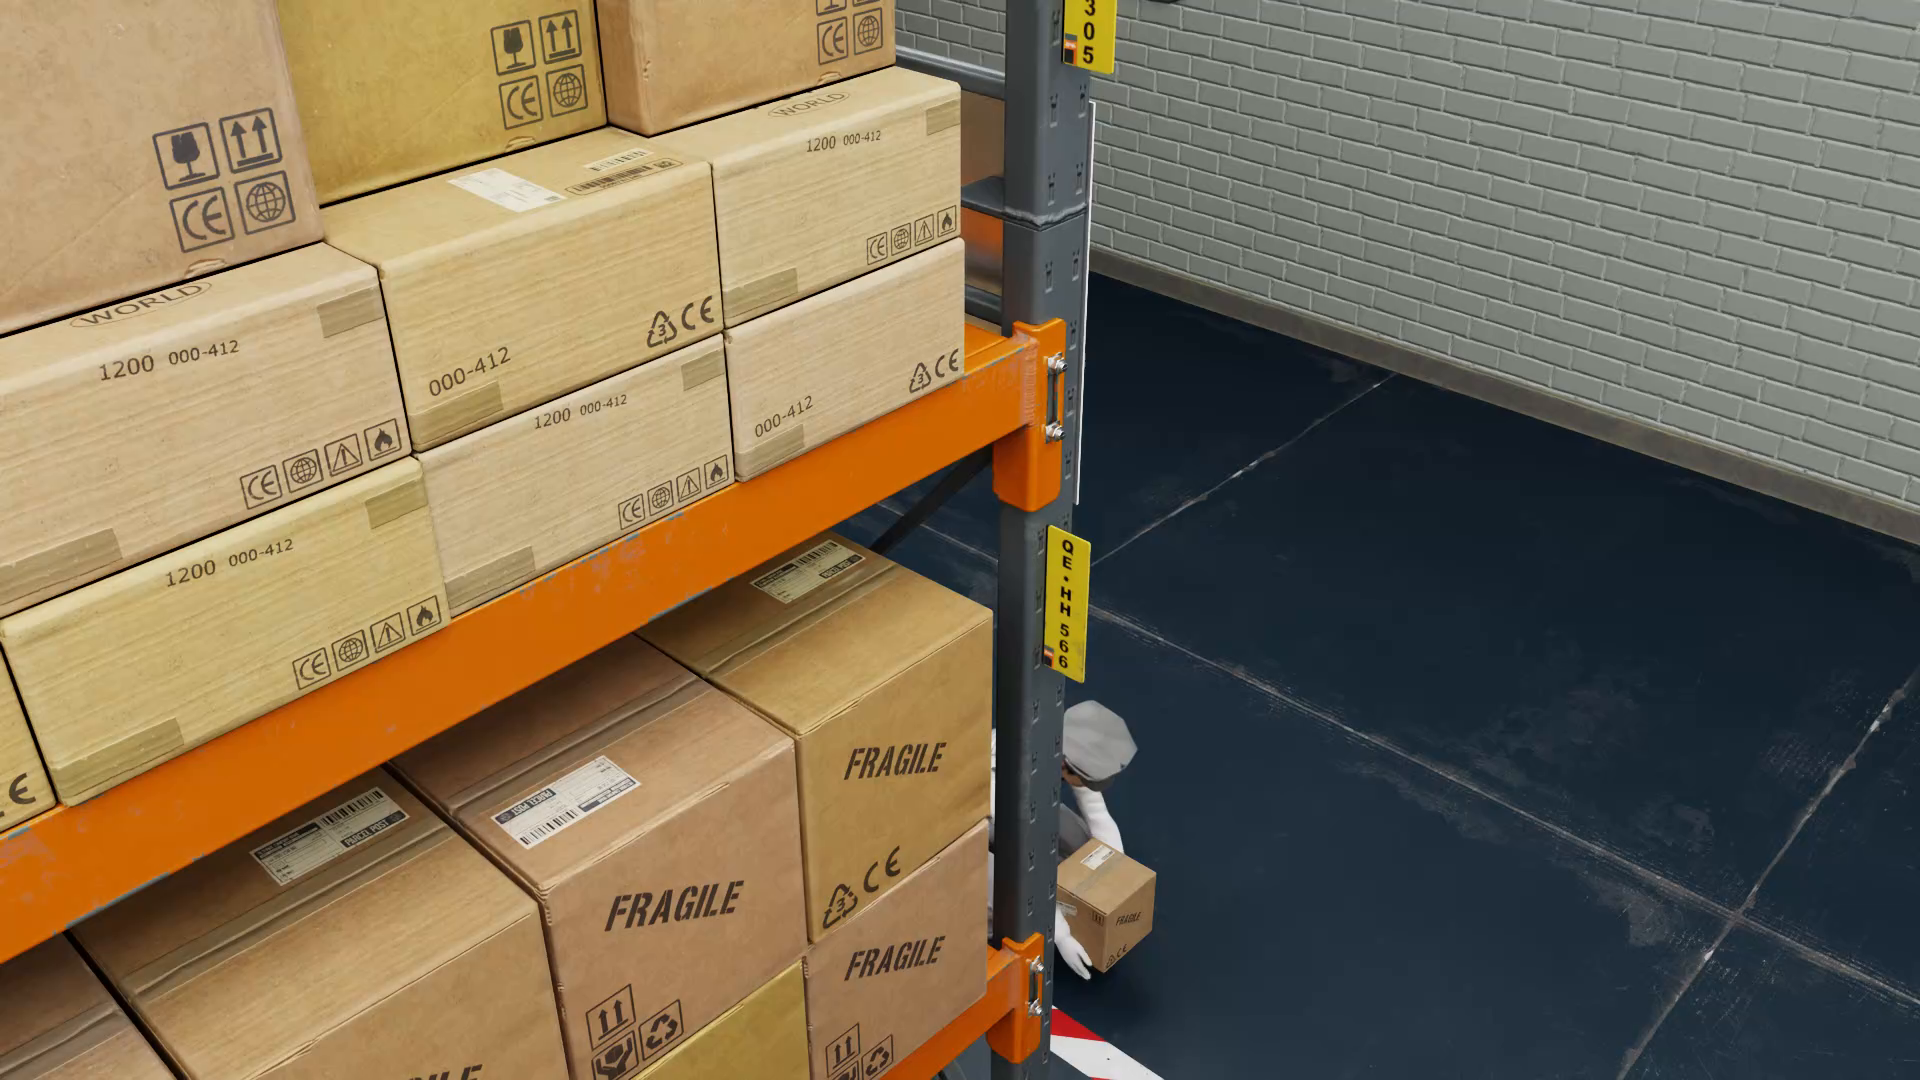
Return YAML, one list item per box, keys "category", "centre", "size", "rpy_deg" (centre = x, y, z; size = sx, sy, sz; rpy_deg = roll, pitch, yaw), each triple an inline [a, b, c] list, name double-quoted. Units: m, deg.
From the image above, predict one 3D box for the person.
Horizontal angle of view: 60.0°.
- category: "person"
  centre: [0.226, 0.888, 5.365]
  size: [0.471, 0.972, 0.848]
  rpy_deg: [-25, 40, -35]
